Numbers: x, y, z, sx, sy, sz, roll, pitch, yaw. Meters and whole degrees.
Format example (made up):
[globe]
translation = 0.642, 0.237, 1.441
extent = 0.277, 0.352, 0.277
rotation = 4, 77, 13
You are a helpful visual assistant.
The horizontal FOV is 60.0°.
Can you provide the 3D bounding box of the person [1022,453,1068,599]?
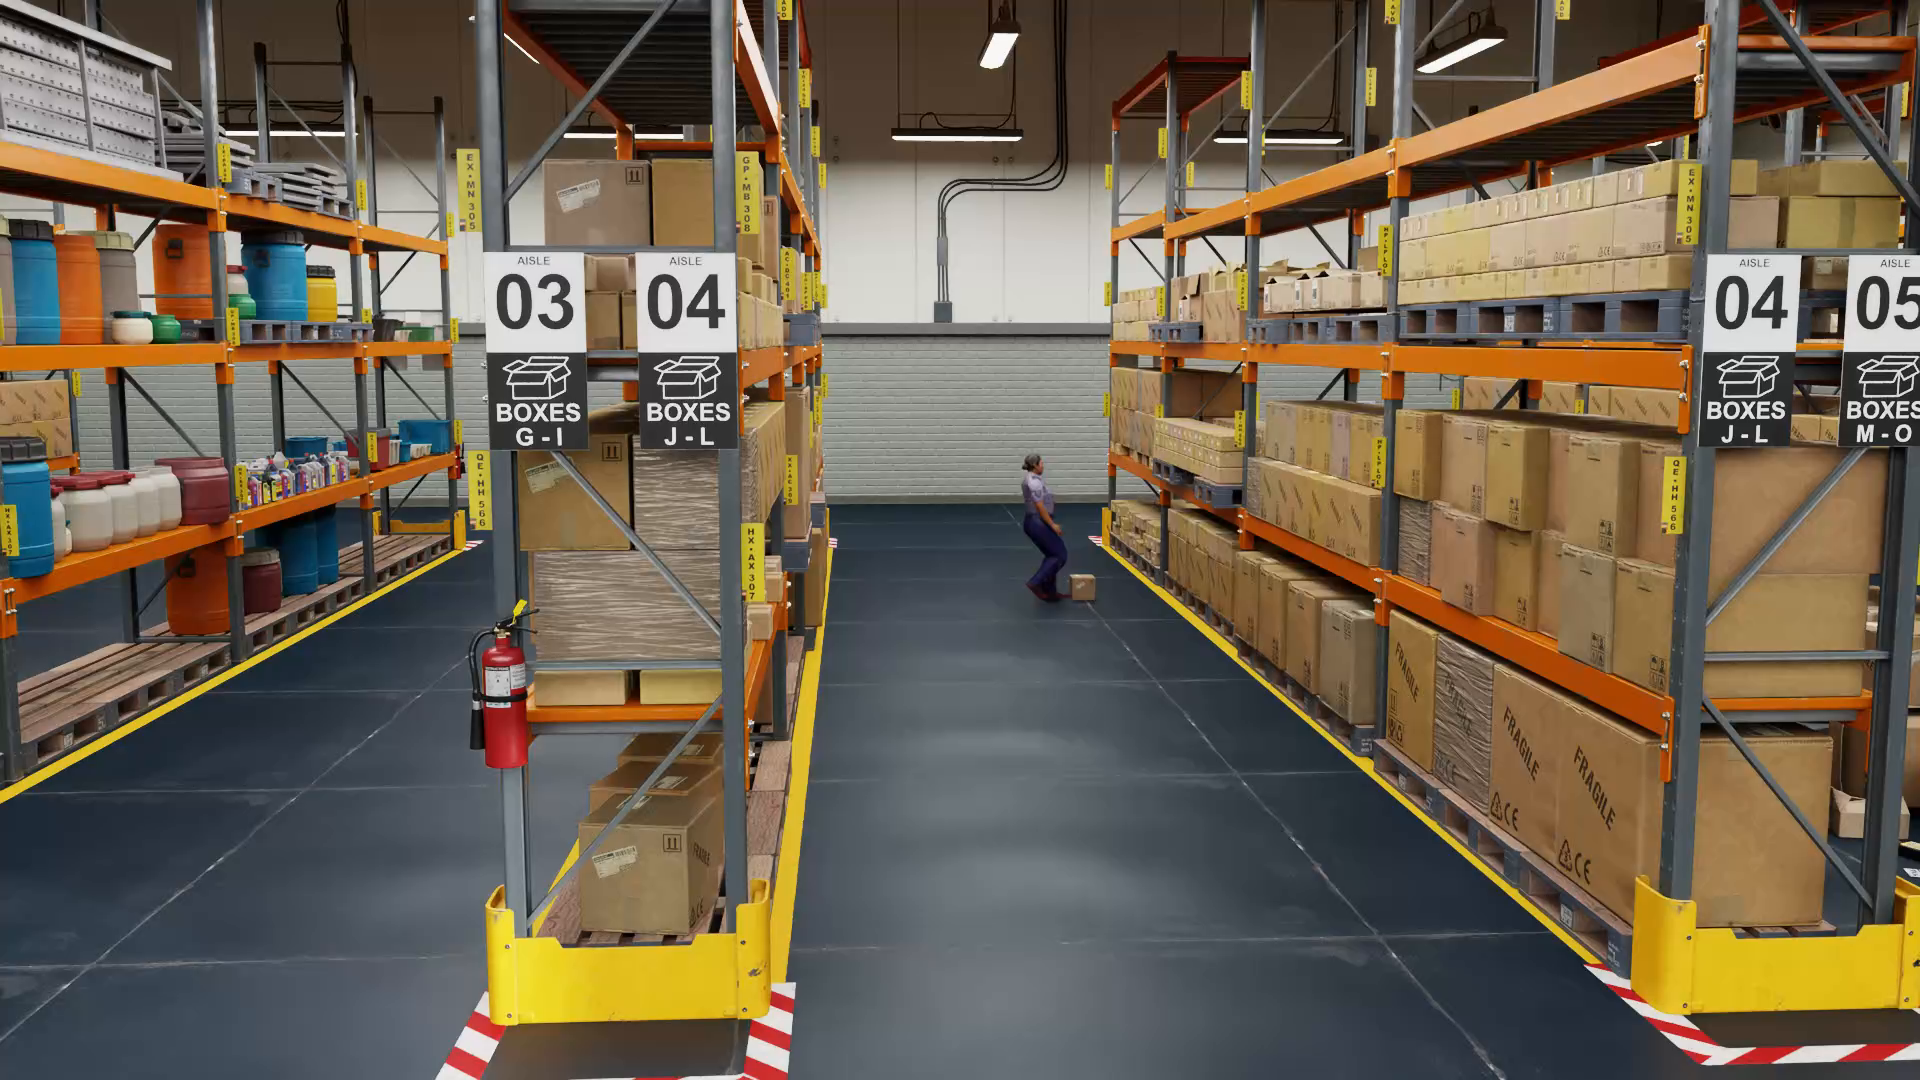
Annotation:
[person]
translation = 0.940, -0.137, 18.176
extent = 0.537, 1.598, 0.496
rotation = -1, 7, -10
